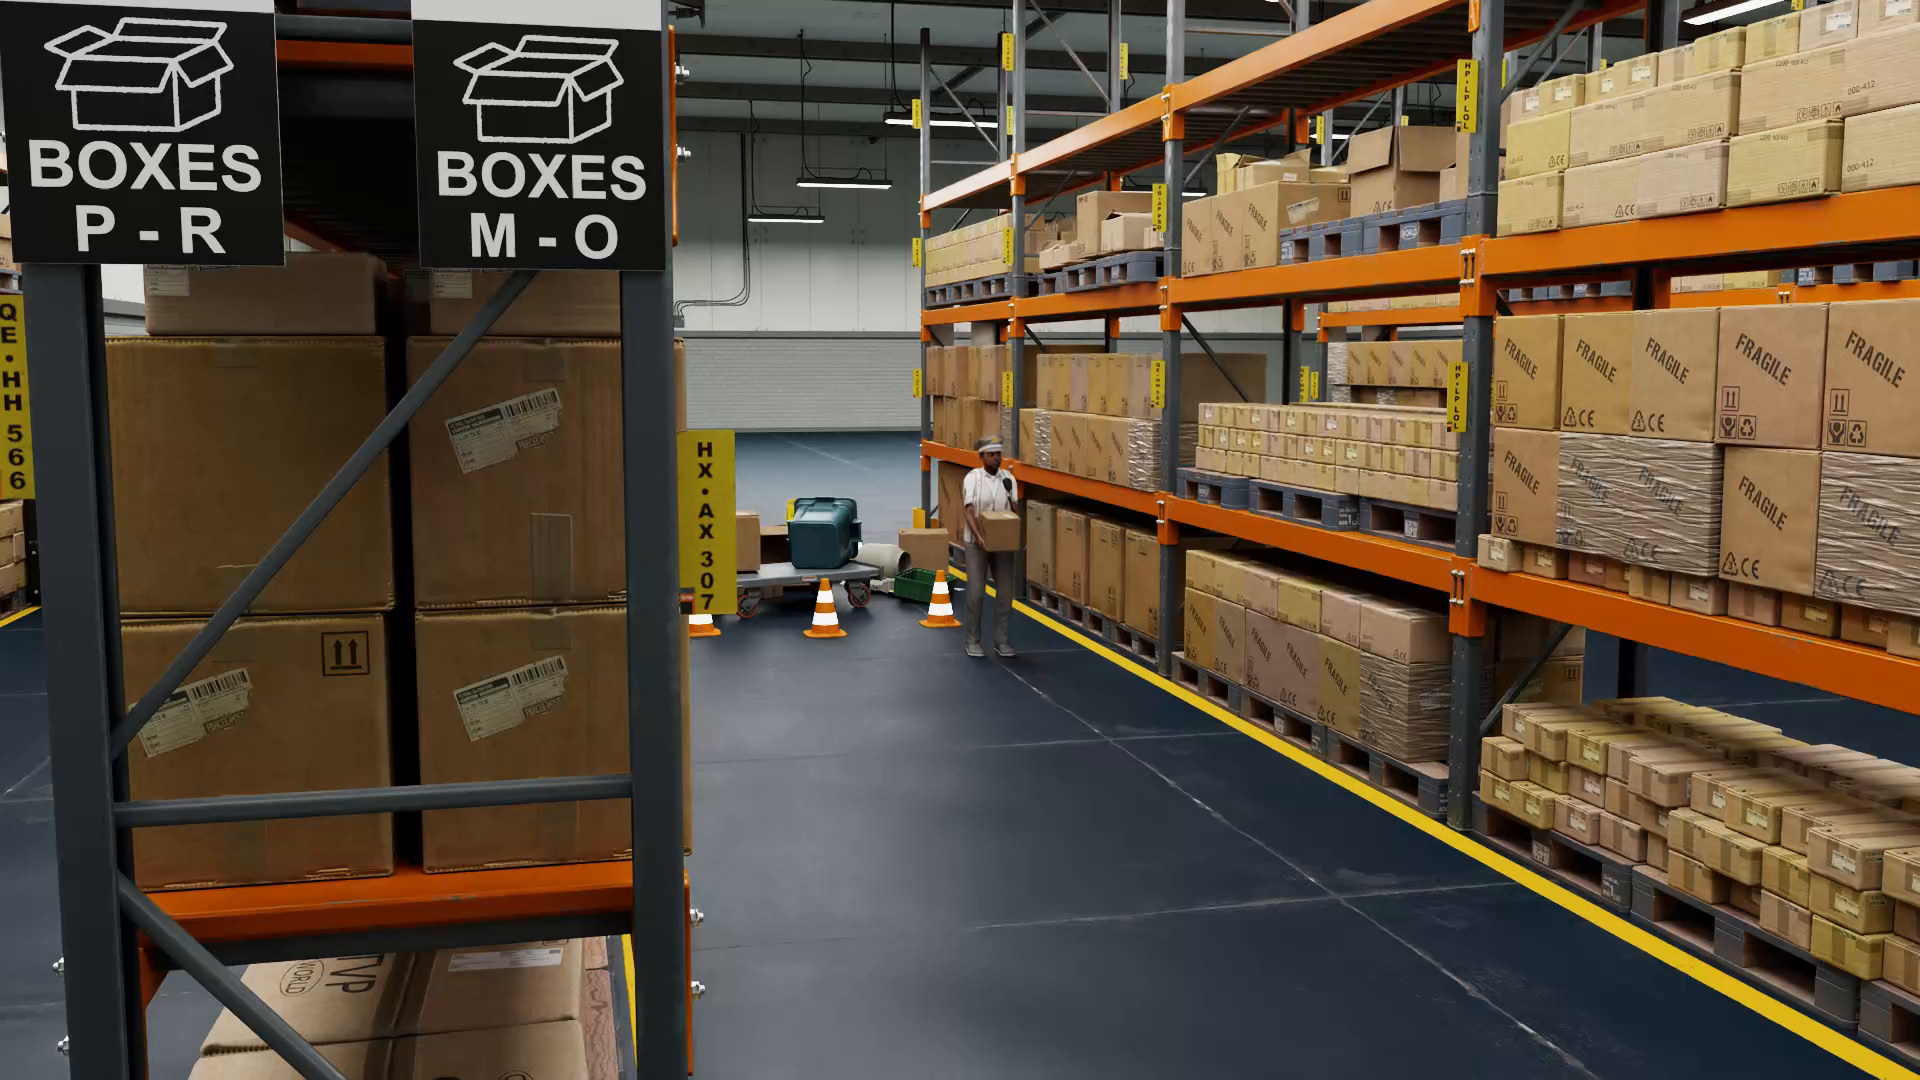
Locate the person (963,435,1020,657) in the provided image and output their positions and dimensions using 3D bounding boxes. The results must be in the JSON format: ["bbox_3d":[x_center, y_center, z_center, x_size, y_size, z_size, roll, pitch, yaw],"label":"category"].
[{"bbox_3d":[0.249,0.047,12.661,0.441,1.692,0.513,-2,6,-15],"label":"person"}]
